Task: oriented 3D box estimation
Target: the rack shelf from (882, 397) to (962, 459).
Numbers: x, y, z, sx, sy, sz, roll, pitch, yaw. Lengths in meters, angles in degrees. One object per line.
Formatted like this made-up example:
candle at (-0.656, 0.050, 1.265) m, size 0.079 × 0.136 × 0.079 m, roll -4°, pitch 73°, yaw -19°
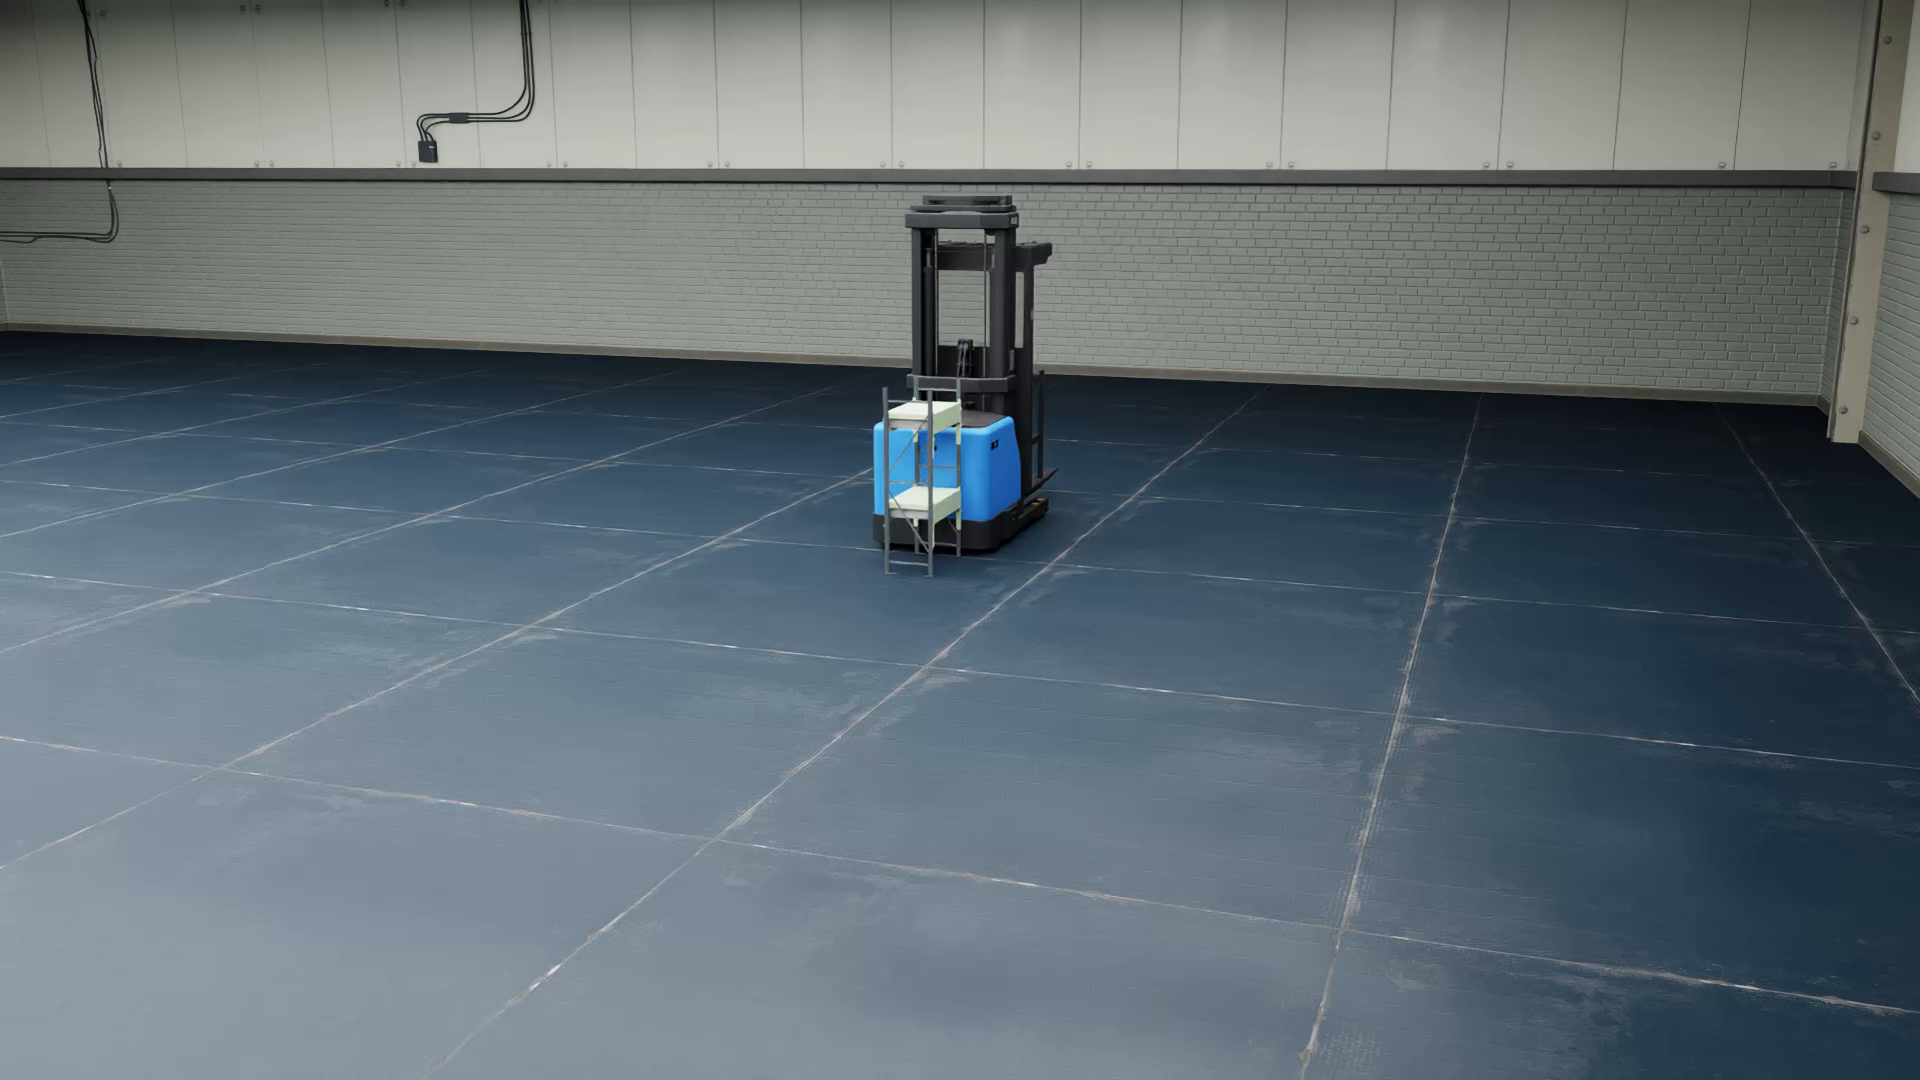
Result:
rack shelf at (-0.295, -0.903, 13.321) m, size 0.431 × 0.370 × 0.720 m, roll 4°, pitch 13°, yaw 17°

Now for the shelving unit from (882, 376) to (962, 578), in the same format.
shelving unit at (-0.295, -0.523, 13.408) m, size 0.431 × 1.500 × 0.755 m, roll 4°, pitch 13°, yaw 17°

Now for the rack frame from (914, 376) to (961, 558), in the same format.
rack frame at (-0.184, -0.600, 13.748) m, size 0.400 × 1.500 × 0.023 m, roll 4°, pitch 13°, yaw 17°

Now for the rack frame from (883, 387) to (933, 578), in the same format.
rack frame at (-0.406, -0.445, 13.068) m, size 0.400 × 1.500 × 0.023 m, roll 4°, pitch 13°, yaw 17°

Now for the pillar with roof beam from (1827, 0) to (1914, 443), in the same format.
pillar with roof beam at (6.378, -5.879, 20.023) m, size 9.100 × 9.000 × 0.400 m, roll 4°, pitch 14°, yaw 18°

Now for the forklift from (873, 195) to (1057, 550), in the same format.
forklift at (0.191, -1.630, 15.045) m, size 1.130 × 2.935 × 3.031 m, roll 4°, pitch 13°, yaw 17°

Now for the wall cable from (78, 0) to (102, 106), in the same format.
wall cable at (-14.590, -9.116, 29.832) m, size 3.097 × 2.526 × 0.112 m, roll 4°, pitch 14°, yaw 18°

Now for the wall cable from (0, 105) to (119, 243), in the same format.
wall cable at (-17.150, -6.848, 31.248) m, size 3.097 × 2.526 × 0.112 m, roll 4°, pitch 14°, yaw 18°

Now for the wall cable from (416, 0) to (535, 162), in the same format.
wall cable at (-8.172, -9.333, 27.515) m, size 2.305 × 6.003 × 0.169 m, roll 4°, pitch 14°, yaw 18°

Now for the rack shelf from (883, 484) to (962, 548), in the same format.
rack shelf at (-0.295, -0.205, 13.480) m, size 0.431 × 0.370 × 0.720 m, roll 4°, pitch 13°, yaw 17°
